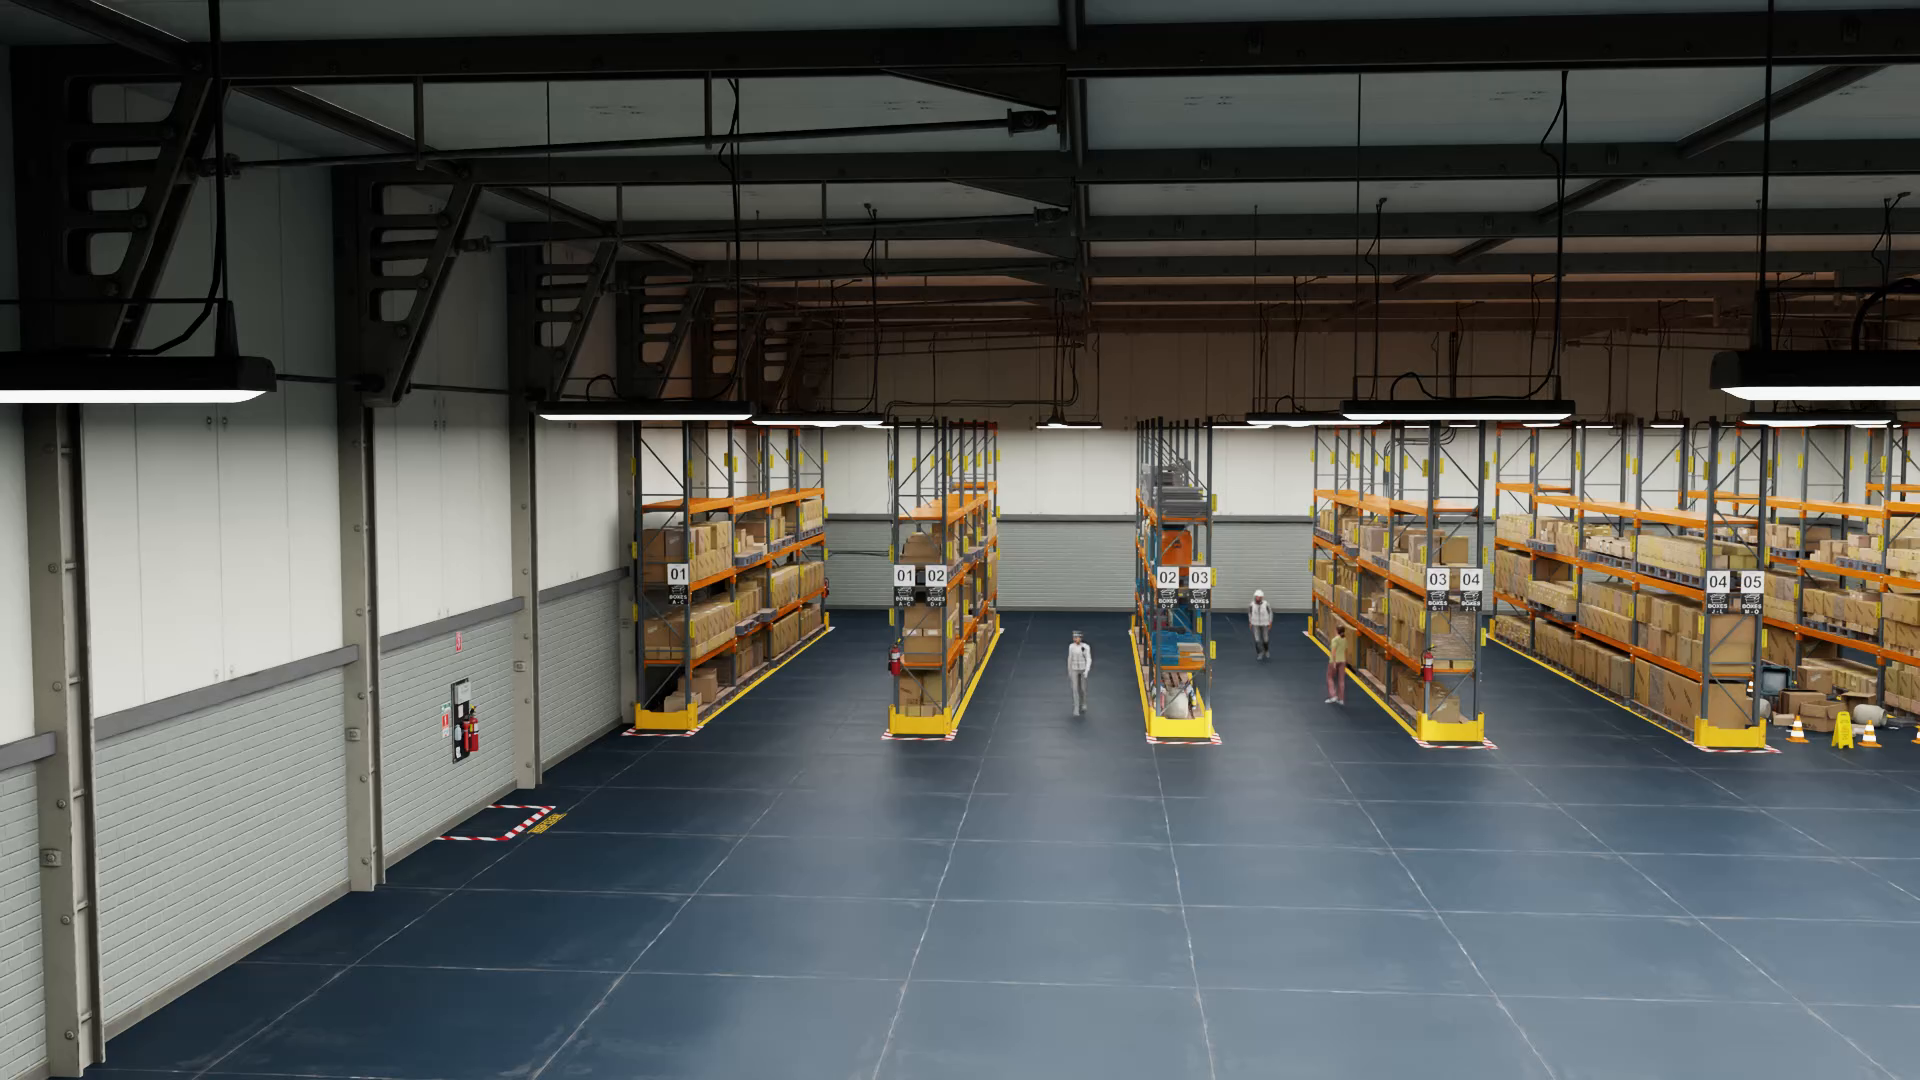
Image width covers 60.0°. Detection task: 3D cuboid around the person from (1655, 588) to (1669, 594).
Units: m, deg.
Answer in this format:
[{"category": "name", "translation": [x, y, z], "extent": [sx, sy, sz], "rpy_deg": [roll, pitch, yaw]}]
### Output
[{"category": "person", "translation": [19.920, 1.822, 47.048], "extent": [0.668, 1.623, 0.486], "rpy_deg": [0, 4, 6]}]

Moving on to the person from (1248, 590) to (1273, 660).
[{"category": "person", "translation": [7.559, 2.120, 41.836], "extent": [0.612, 1.757, 0.564], "rpy_deg": [1, 4, 14]}]

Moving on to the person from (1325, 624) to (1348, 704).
[{"category": "person", "translation": [7.959, 2.620, 34.897], "extent": [0.441, 1.687, 0.499], "rpy_deg": [-1, 4, -11]}]

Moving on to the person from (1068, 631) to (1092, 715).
[{"category": "person", "translation": [2.428, 2.697, 33.857], "extent": [0.510, 1.706, 0.732], "rpy_deg": [1, 4, 12]}]
